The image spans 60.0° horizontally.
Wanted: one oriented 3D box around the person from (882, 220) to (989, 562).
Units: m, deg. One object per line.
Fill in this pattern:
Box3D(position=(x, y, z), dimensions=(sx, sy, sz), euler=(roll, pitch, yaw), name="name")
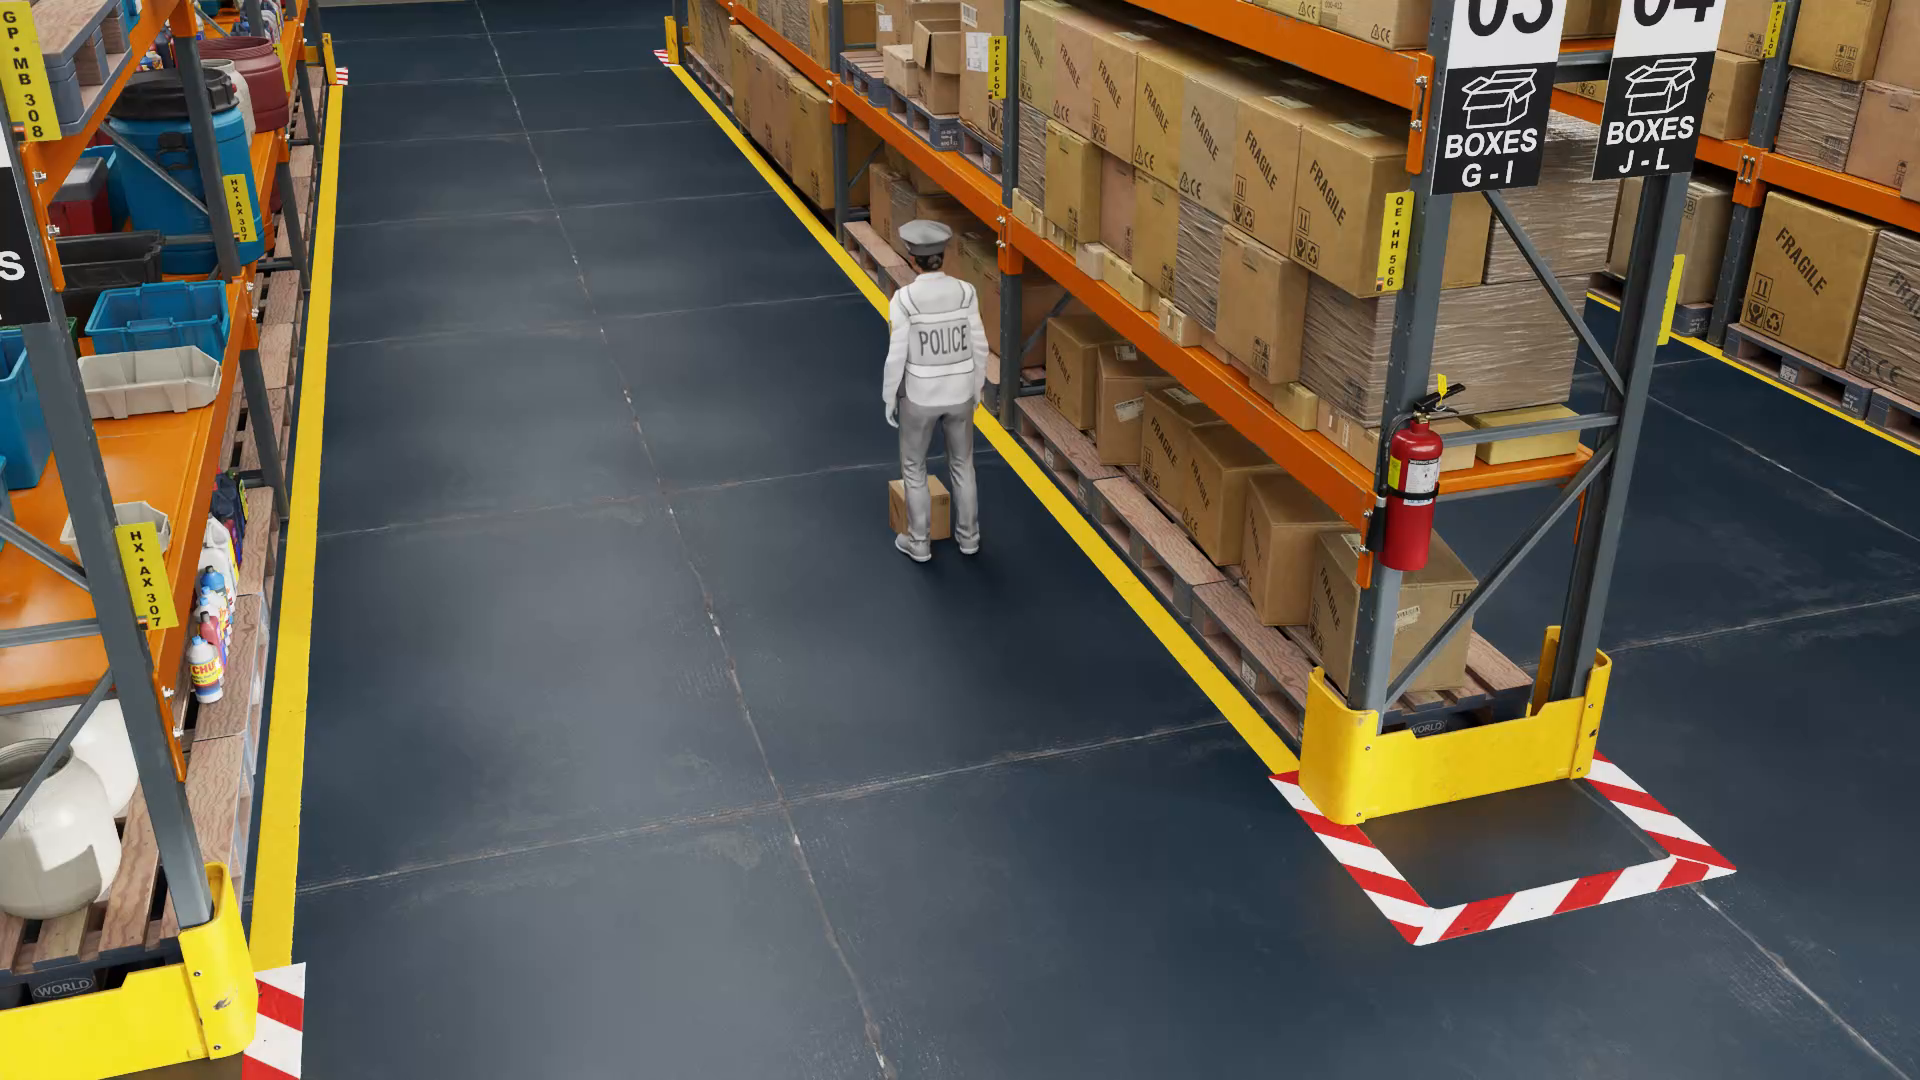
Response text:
Box3D(position=(-0.123, -0.686, 7.987), dimensions=(0.522, 1.663, 0.371), euler=(-9, 28, -18), name="person")
